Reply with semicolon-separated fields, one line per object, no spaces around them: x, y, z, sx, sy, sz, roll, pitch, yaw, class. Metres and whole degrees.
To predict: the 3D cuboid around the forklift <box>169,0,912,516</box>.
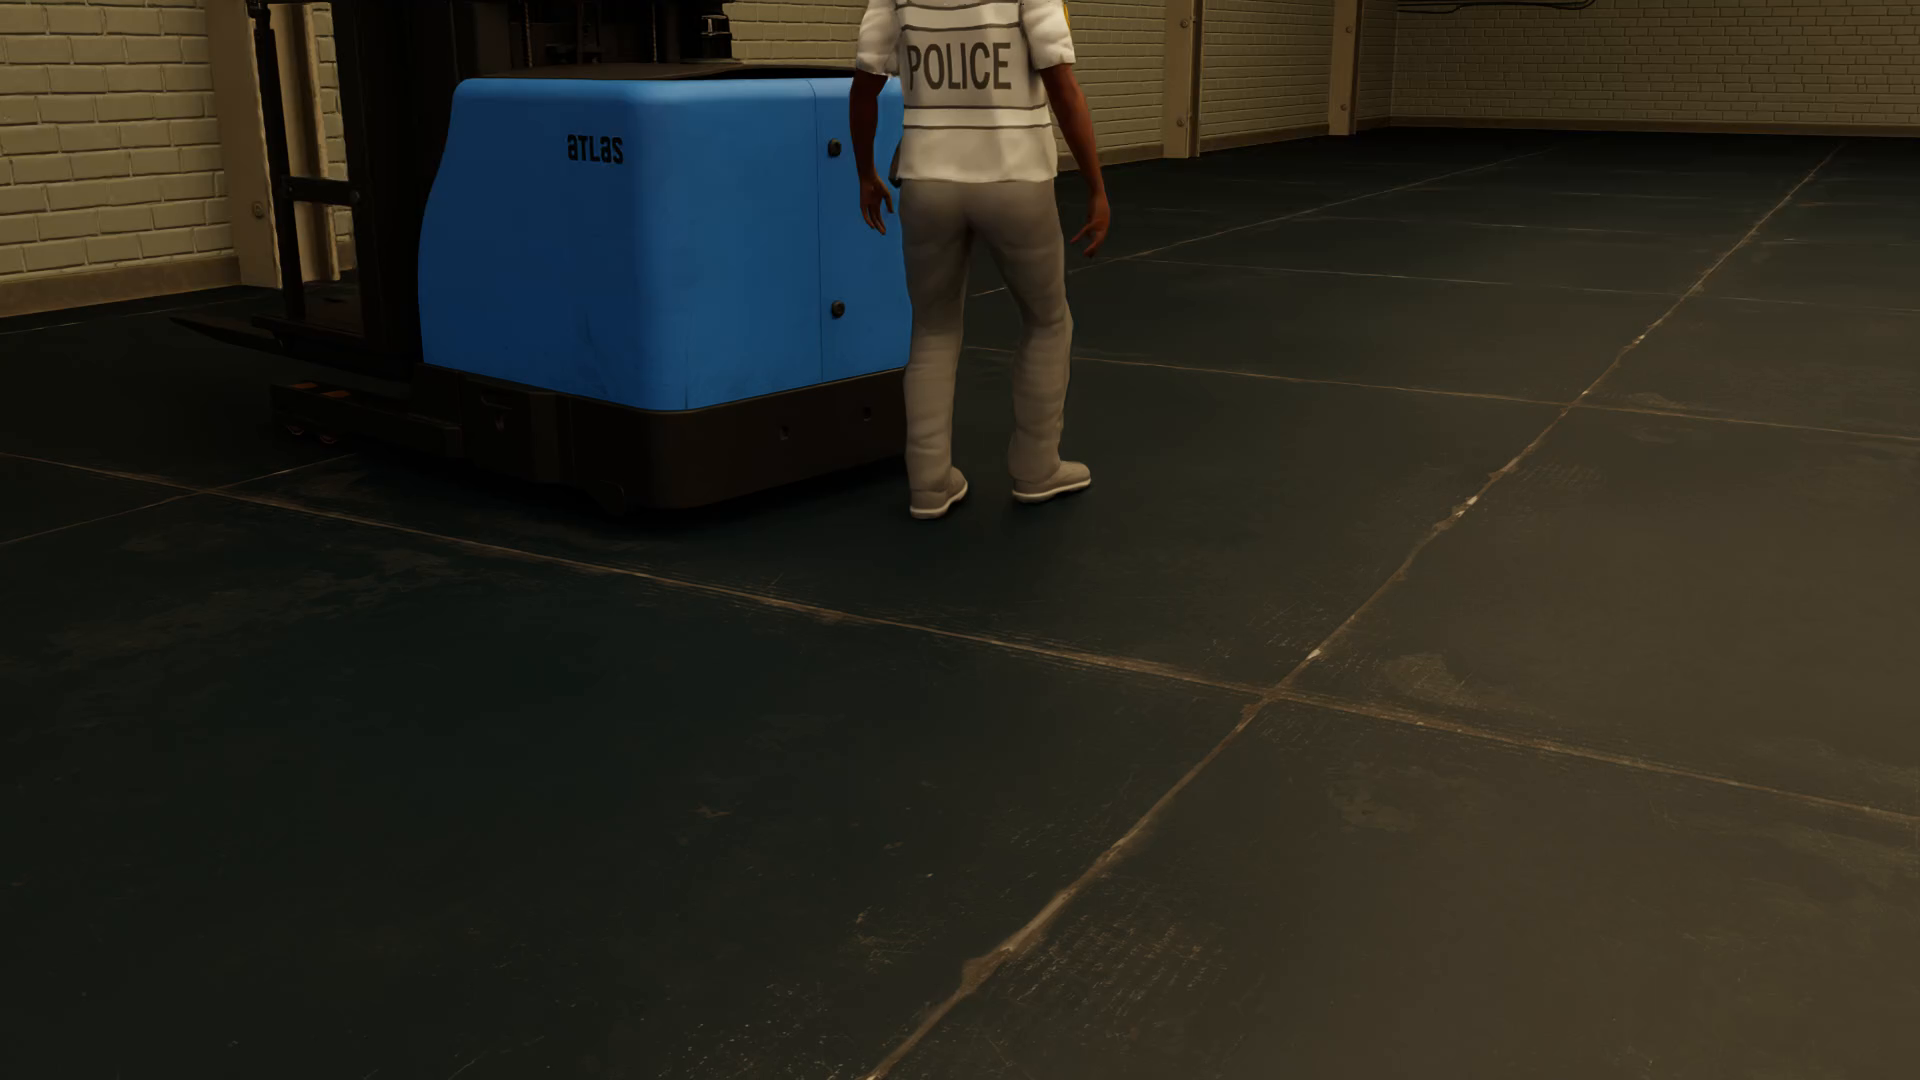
-1.492;-1.791;4.933;3.031;2.935;1.130;14;21;39;forklift

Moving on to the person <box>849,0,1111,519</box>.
0.067;-0.874;4.139;0.675;1.615;0.575;5;17;15;person
